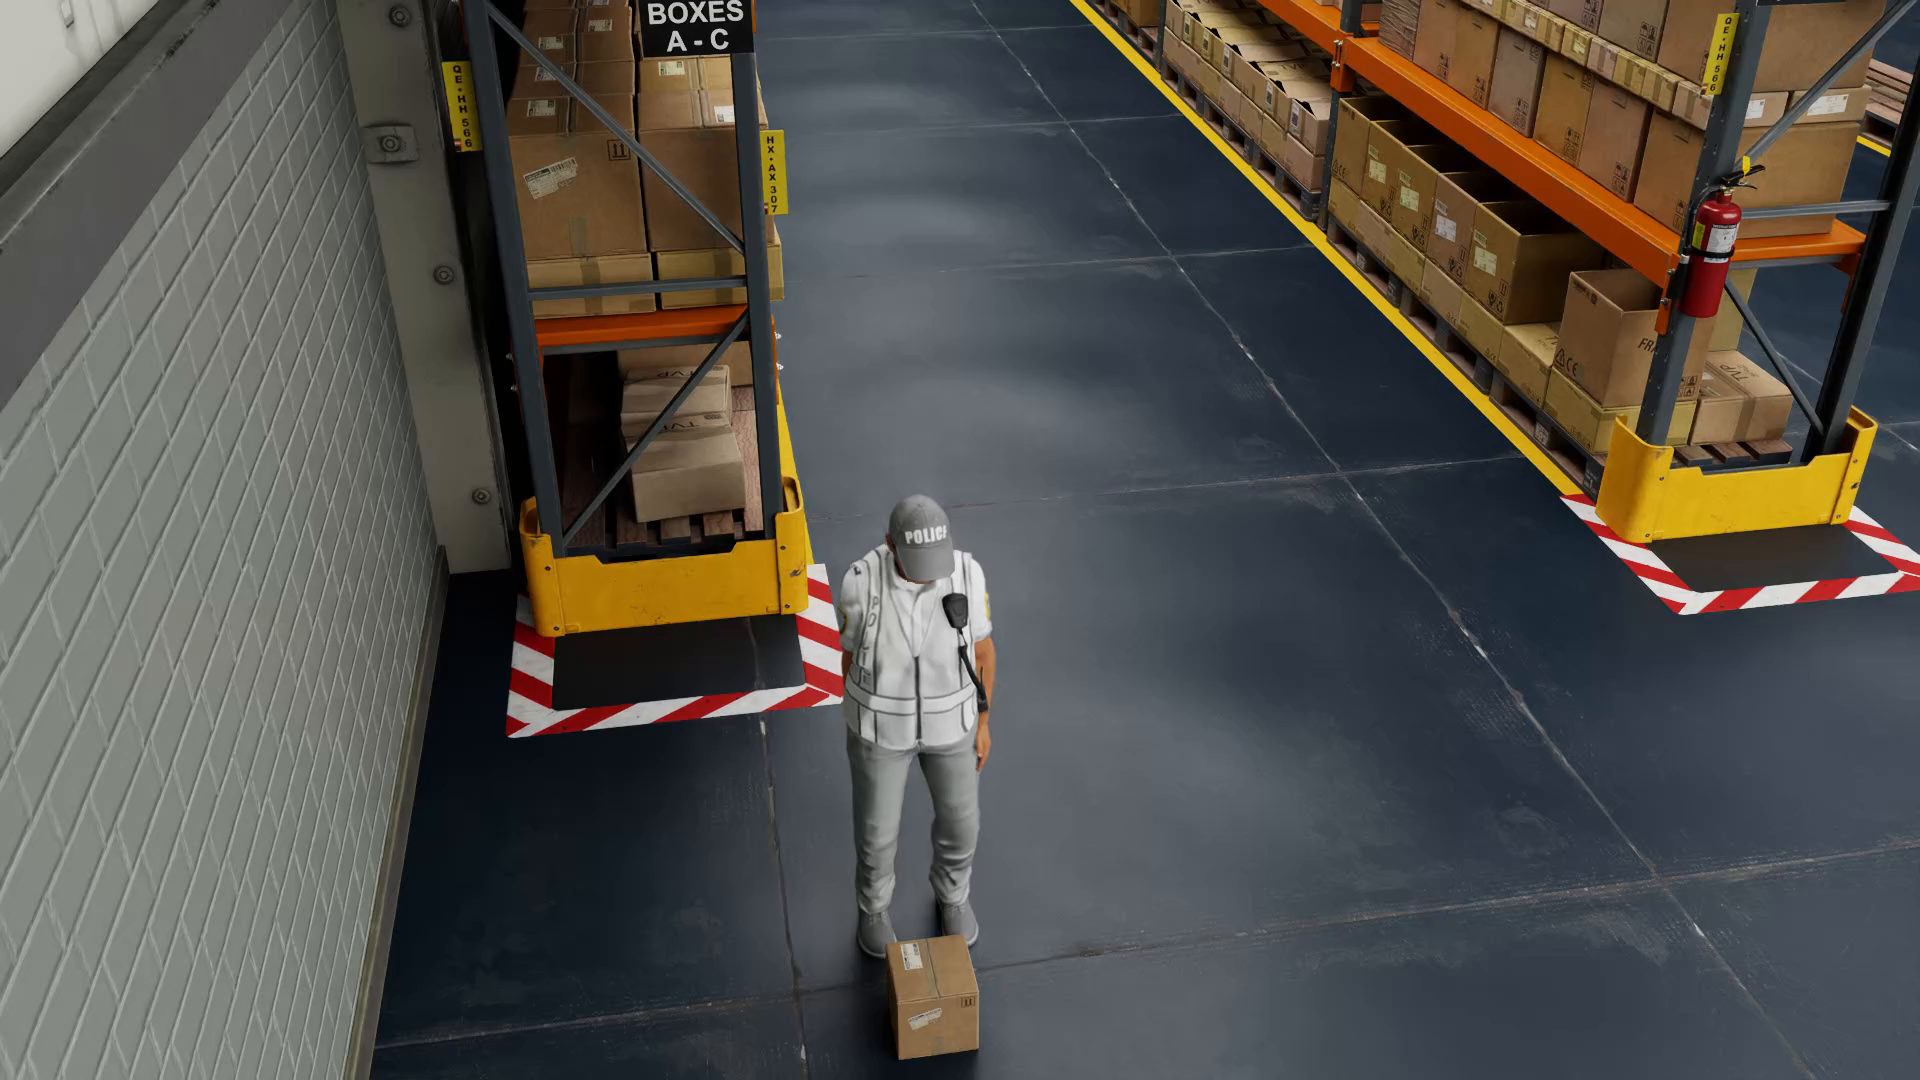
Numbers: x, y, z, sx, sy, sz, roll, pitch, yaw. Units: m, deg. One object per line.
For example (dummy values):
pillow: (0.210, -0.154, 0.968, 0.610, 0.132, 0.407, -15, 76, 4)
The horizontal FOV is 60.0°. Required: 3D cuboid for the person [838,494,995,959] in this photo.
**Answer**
person: (-0.125, 0.578, 5.185, 0.476, 1.653, 0.394, -5, 31, -8)
